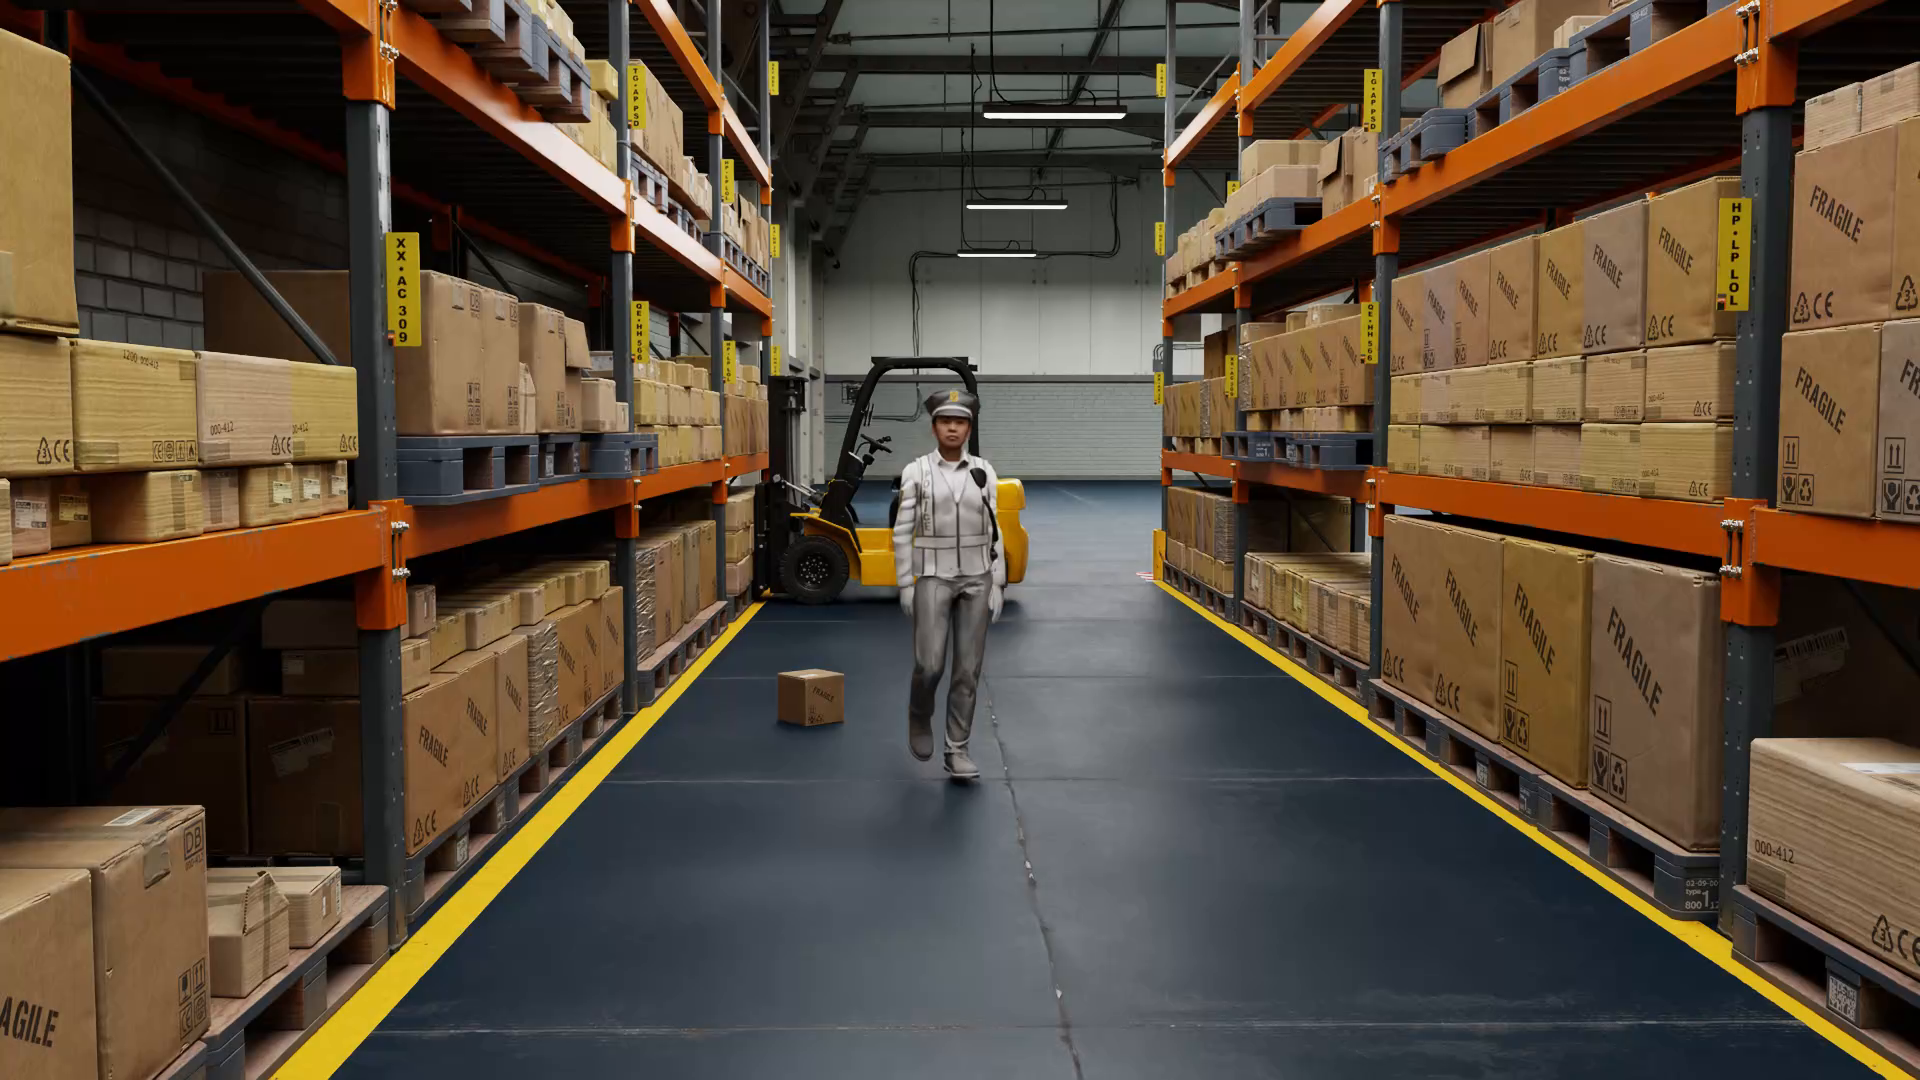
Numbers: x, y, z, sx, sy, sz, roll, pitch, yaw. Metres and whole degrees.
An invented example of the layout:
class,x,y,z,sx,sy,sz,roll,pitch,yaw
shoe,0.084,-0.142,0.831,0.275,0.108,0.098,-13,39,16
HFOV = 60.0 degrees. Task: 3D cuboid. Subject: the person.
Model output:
class,x,y,z,sx,sy,sz,roll,pitch,yaw
person,-0.048,0.180,7.267,0.482,1.679,0.476,-1,4,-14
